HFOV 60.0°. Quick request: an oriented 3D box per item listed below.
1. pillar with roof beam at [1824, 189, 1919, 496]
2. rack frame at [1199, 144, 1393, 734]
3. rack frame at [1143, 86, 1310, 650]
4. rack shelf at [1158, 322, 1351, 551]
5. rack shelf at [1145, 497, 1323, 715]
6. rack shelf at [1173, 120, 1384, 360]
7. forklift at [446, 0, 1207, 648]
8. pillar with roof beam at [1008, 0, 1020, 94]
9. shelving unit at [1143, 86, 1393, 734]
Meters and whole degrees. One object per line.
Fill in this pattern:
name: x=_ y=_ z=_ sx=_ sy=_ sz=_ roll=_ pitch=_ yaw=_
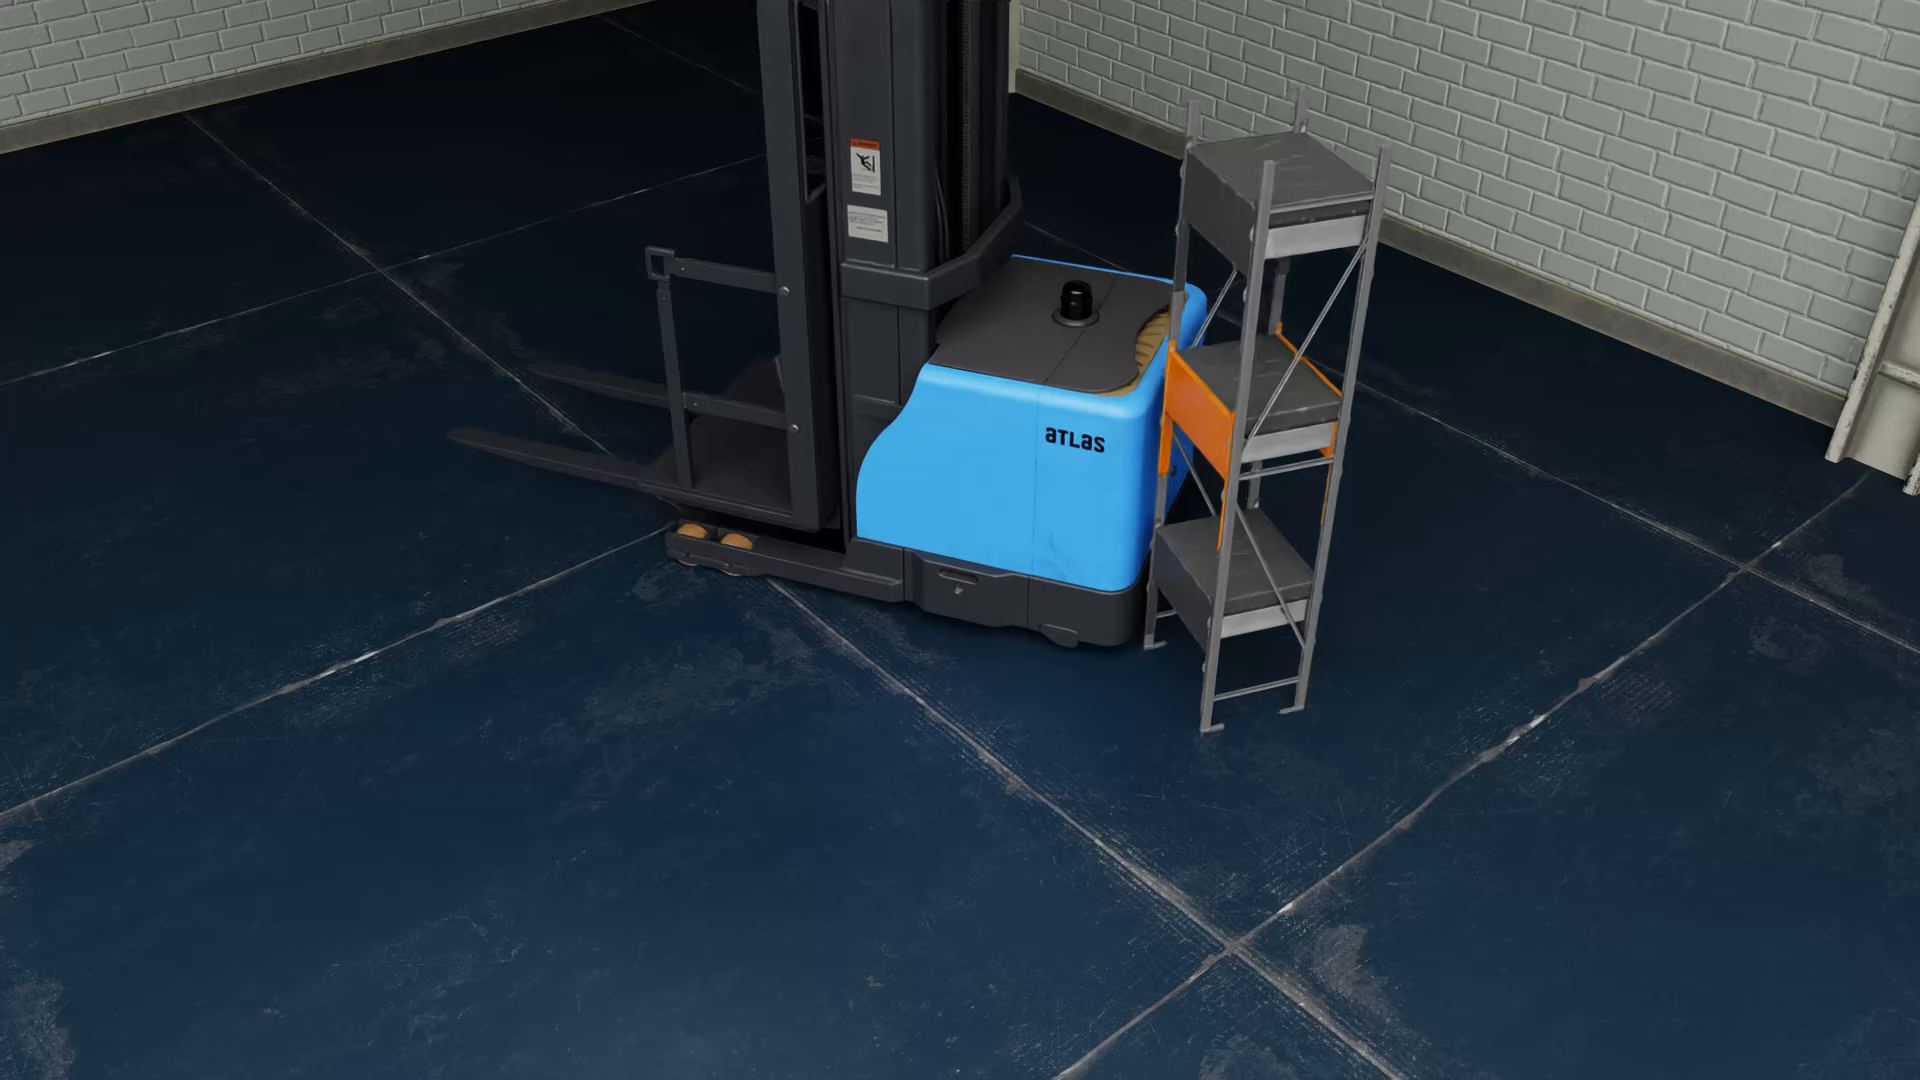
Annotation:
pillar with roof beam: x=0.726 y=-2.396 z=2.347 sx=9.100 sy=9.000 sz=0.400 roll=-26 pitch=43 yaw=-32
rack frame: x=1.028 y=-0.222 z=5.247 sx=0.400 sy=2.100 sz=0.015 roll=-11 pitch=37 yaw=-15
rack frame: x=0.873 y=-0.490 z=5.625 sx=0.400 sy=2.100 sz=0.015 roll=-11 pitch=37 yaw=-15
rack shelf: x=0.951 y=-0.345 z=5.444 sx=0.431 sy=0.518 sz=0.480 roll=-11 pitch=37 yaw=-15
rack shelf: x=0.951 y=0.226 z=5.848 sx=0.431 sy=0.518 sz=0.480 roll=-11 pitch=37 yaw=-15
rack shelf: x=0.950 y=-0.916 z=5.039 sx=0.431 sy=0.518 sz=0.480 roll=-11 pitch=37 yaw=-15
forklift: x=-0.629 y=-1.324 z=6.084 sx=3.031 sy=2.935 sz=1.130 roll=12 pitch=37 yaw=17
pillar with roof beam: x=-3.146 y=-5.045 z=6.087 sx=9.100 sy=9.000 sz=0.400 roll=-26 pitch=43 yaw=-32
shelving unit: x=0.951 y=-0.356 z=5.436 sx=0.431 sy=2.100 sz=0.503 roll=-11 pitch=37 yaw=-15
